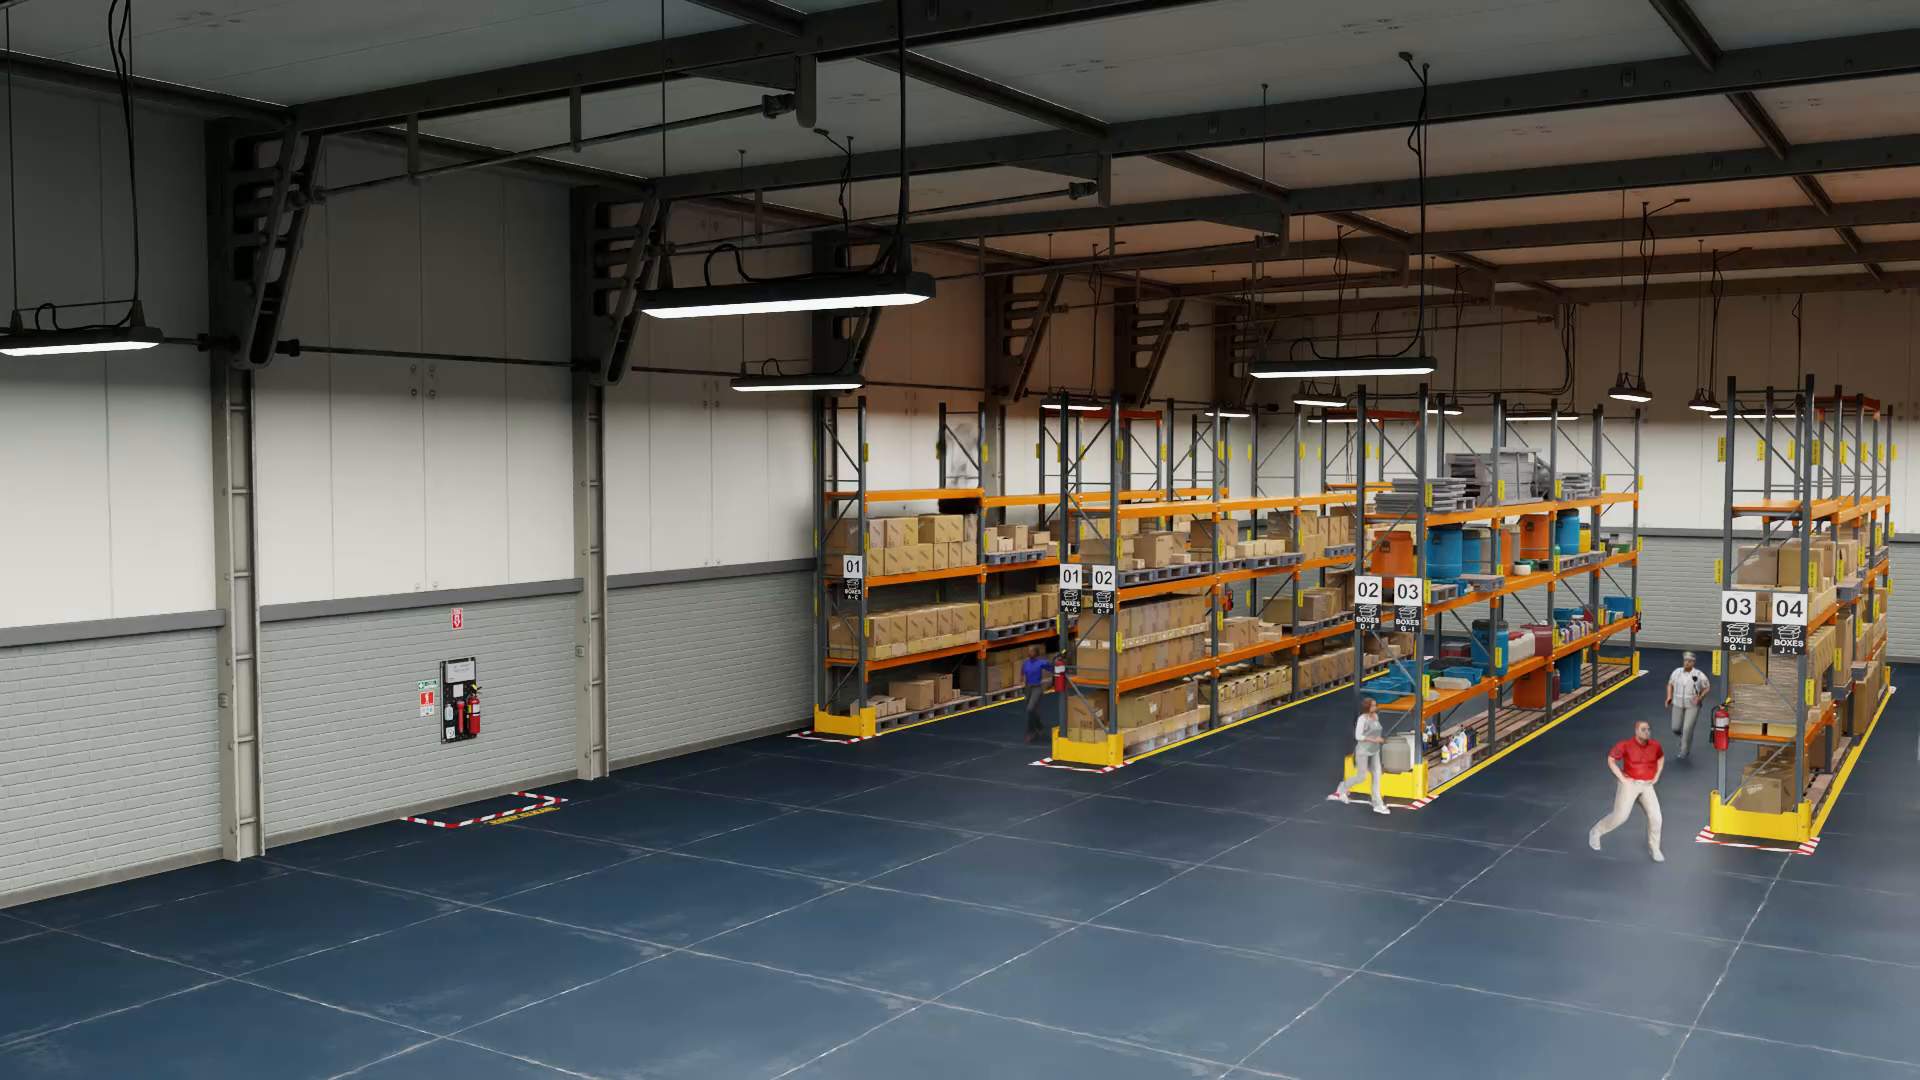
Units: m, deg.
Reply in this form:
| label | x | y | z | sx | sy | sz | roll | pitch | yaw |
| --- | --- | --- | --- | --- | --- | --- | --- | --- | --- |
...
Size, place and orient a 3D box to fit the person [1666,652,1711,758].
| label | x | y | z | sx | sy | sz | roll | pitch | yaw |
| --- | --- | --- | --- | --- | --- | --- | --- | --- | --- |
| person | 12.004 | 2.705 | 27.427 | 0.677 | 1.742 | 0.607 | 2 | 4 | 37 |

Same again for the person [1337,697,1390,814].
| label | x | y | z | sx | sy | sz | roll | pitch | yaw |
| --- | --- | --- | --- | --- | --- | --- | --- | --- | --- |
| person | 5.627 | 2.965 | 23.085 | 0.538 | 1.581 | 0.852 | -2 | 4 | -38 |

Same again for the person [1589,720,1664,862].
| label | x | y | z | sx | sy | sz | roll | pitch | yaw |
| --- | --- | --- | --- | --- | --- | --- | --- | --- | --- |
| person | 8.338 | 3.098 | 20.652 | 0.872 | 1.737 | 0.735 | -1 | 3 | -10 |

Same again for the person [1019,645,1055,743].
| label | x | y | z | sx | sy | sz | roll | pitch | yaw |
| --- | --- | --- | --- | --- | --- | --- | --- | --- | --- |
| person | 1.310 | 2.686 | 28.974 | 0.582 | 1.677 | 0.765 | 2 | 4 | 38 |
